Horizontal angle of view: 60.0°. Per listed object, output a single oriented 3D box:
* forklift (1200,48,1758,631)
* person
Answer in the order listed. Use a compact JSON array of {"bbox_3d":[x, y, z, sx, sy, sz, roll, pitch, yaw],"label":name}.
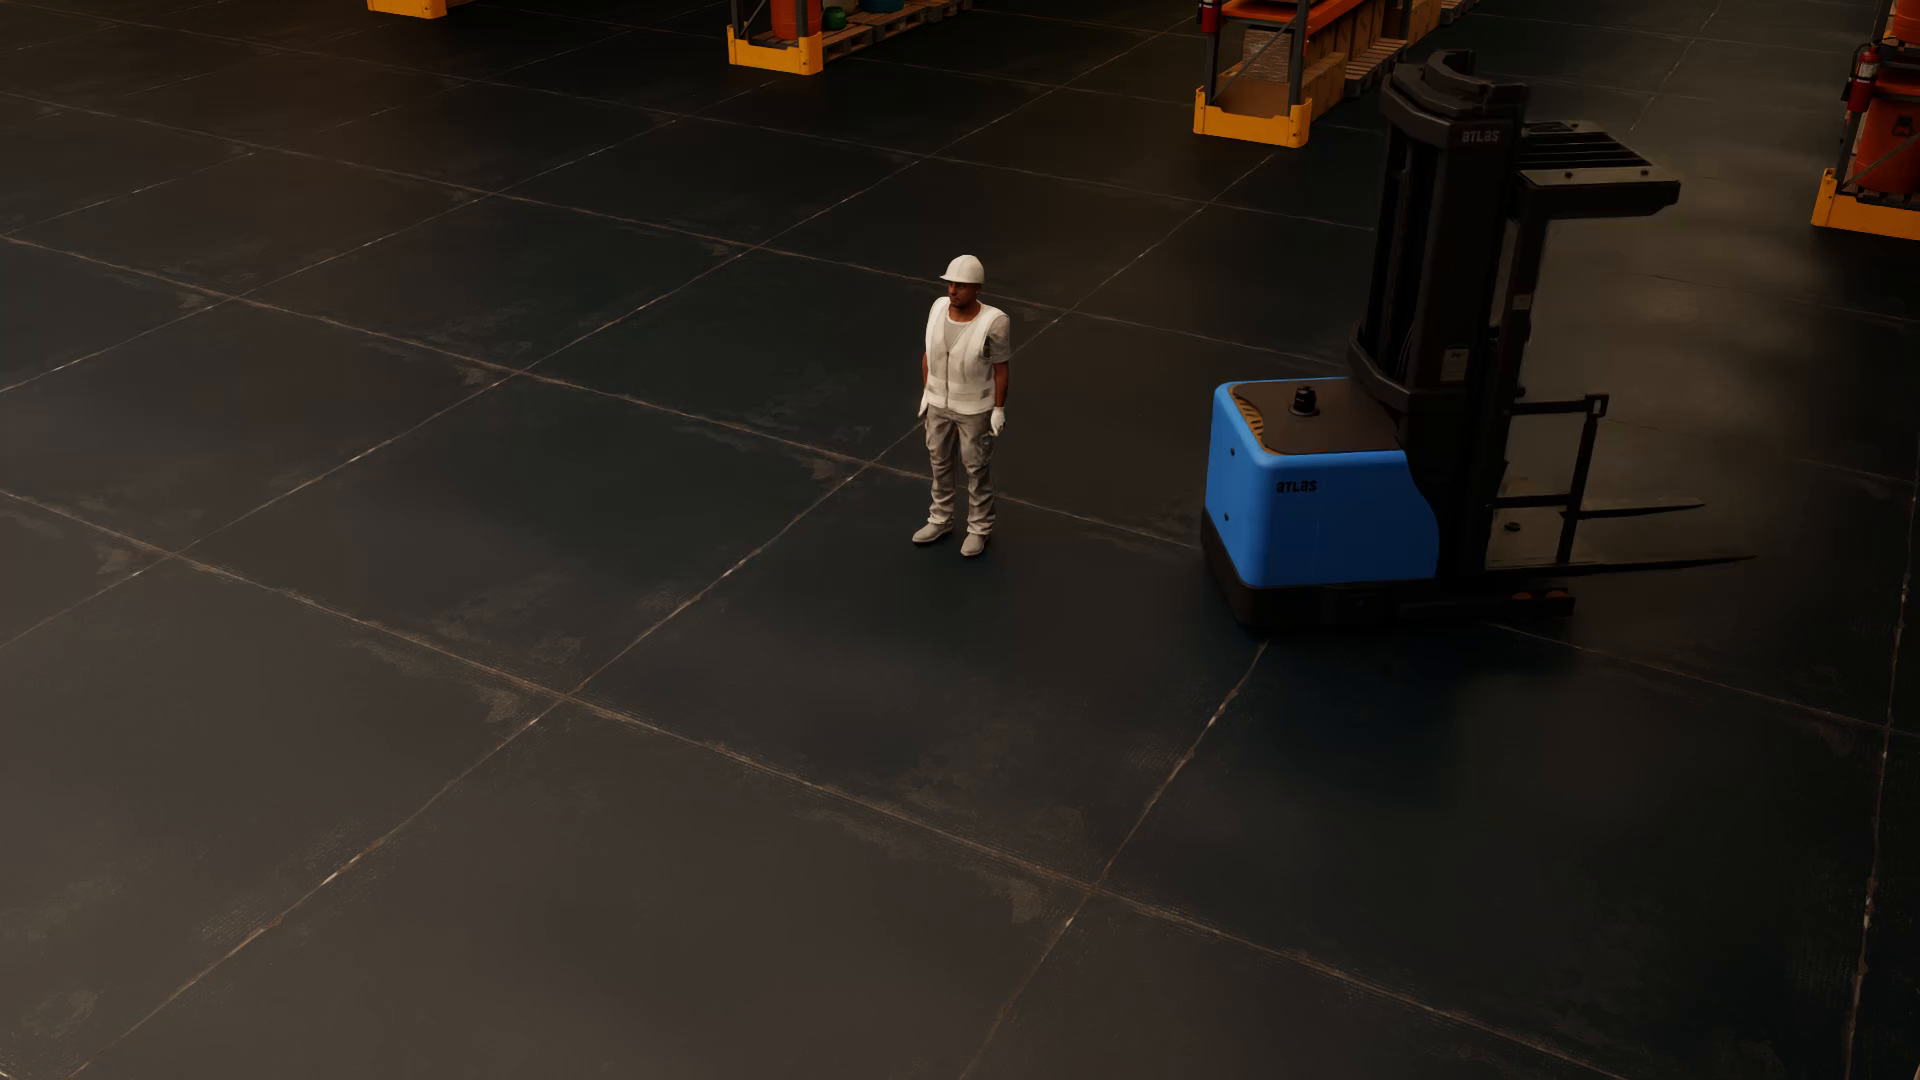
[{"bbox_3d":[2.975,-1.074,8.931,3.031,2.935,1.130,-3,30,-5],"label":"forklift"},{"bbox_3d":[0.007,-0.768,9.549,0.542,1.789,0.382,15,33,25],"label":"person"}]
